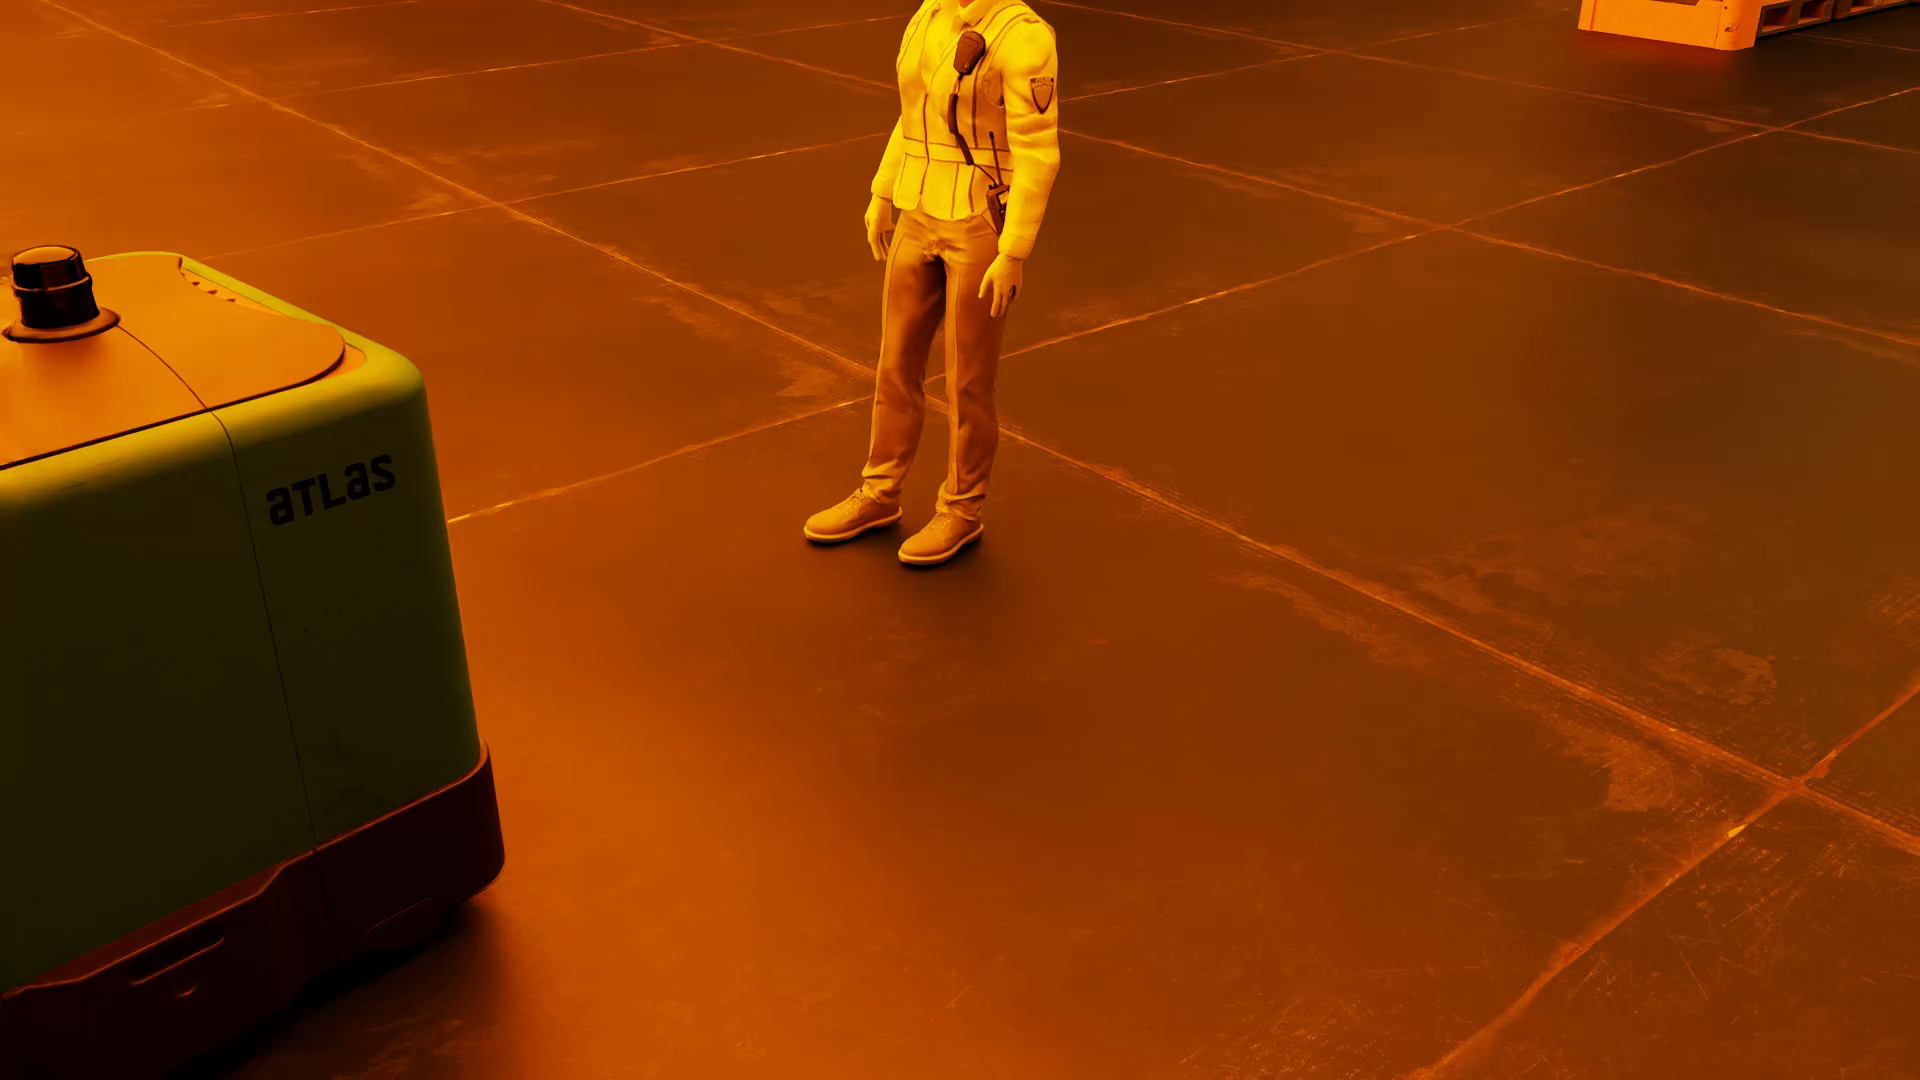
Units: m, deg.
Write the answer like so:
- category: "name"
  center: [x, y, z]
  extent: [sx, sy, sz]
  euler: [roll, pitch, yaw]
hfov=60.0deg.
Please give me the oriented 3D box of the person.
- category: "person"
  center: [-0.057, -0.748, 4.087]
  extent: [0.531, 1.695, 0.588]
  euler: [-20, 33, -35]

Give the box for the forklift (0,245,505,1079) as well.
- category: "forklift"
  center: [-2.230, -0.310, 1.828]
  extent: [1.130, 2.935, 3.031]
  euler: [23, 34, 38]
